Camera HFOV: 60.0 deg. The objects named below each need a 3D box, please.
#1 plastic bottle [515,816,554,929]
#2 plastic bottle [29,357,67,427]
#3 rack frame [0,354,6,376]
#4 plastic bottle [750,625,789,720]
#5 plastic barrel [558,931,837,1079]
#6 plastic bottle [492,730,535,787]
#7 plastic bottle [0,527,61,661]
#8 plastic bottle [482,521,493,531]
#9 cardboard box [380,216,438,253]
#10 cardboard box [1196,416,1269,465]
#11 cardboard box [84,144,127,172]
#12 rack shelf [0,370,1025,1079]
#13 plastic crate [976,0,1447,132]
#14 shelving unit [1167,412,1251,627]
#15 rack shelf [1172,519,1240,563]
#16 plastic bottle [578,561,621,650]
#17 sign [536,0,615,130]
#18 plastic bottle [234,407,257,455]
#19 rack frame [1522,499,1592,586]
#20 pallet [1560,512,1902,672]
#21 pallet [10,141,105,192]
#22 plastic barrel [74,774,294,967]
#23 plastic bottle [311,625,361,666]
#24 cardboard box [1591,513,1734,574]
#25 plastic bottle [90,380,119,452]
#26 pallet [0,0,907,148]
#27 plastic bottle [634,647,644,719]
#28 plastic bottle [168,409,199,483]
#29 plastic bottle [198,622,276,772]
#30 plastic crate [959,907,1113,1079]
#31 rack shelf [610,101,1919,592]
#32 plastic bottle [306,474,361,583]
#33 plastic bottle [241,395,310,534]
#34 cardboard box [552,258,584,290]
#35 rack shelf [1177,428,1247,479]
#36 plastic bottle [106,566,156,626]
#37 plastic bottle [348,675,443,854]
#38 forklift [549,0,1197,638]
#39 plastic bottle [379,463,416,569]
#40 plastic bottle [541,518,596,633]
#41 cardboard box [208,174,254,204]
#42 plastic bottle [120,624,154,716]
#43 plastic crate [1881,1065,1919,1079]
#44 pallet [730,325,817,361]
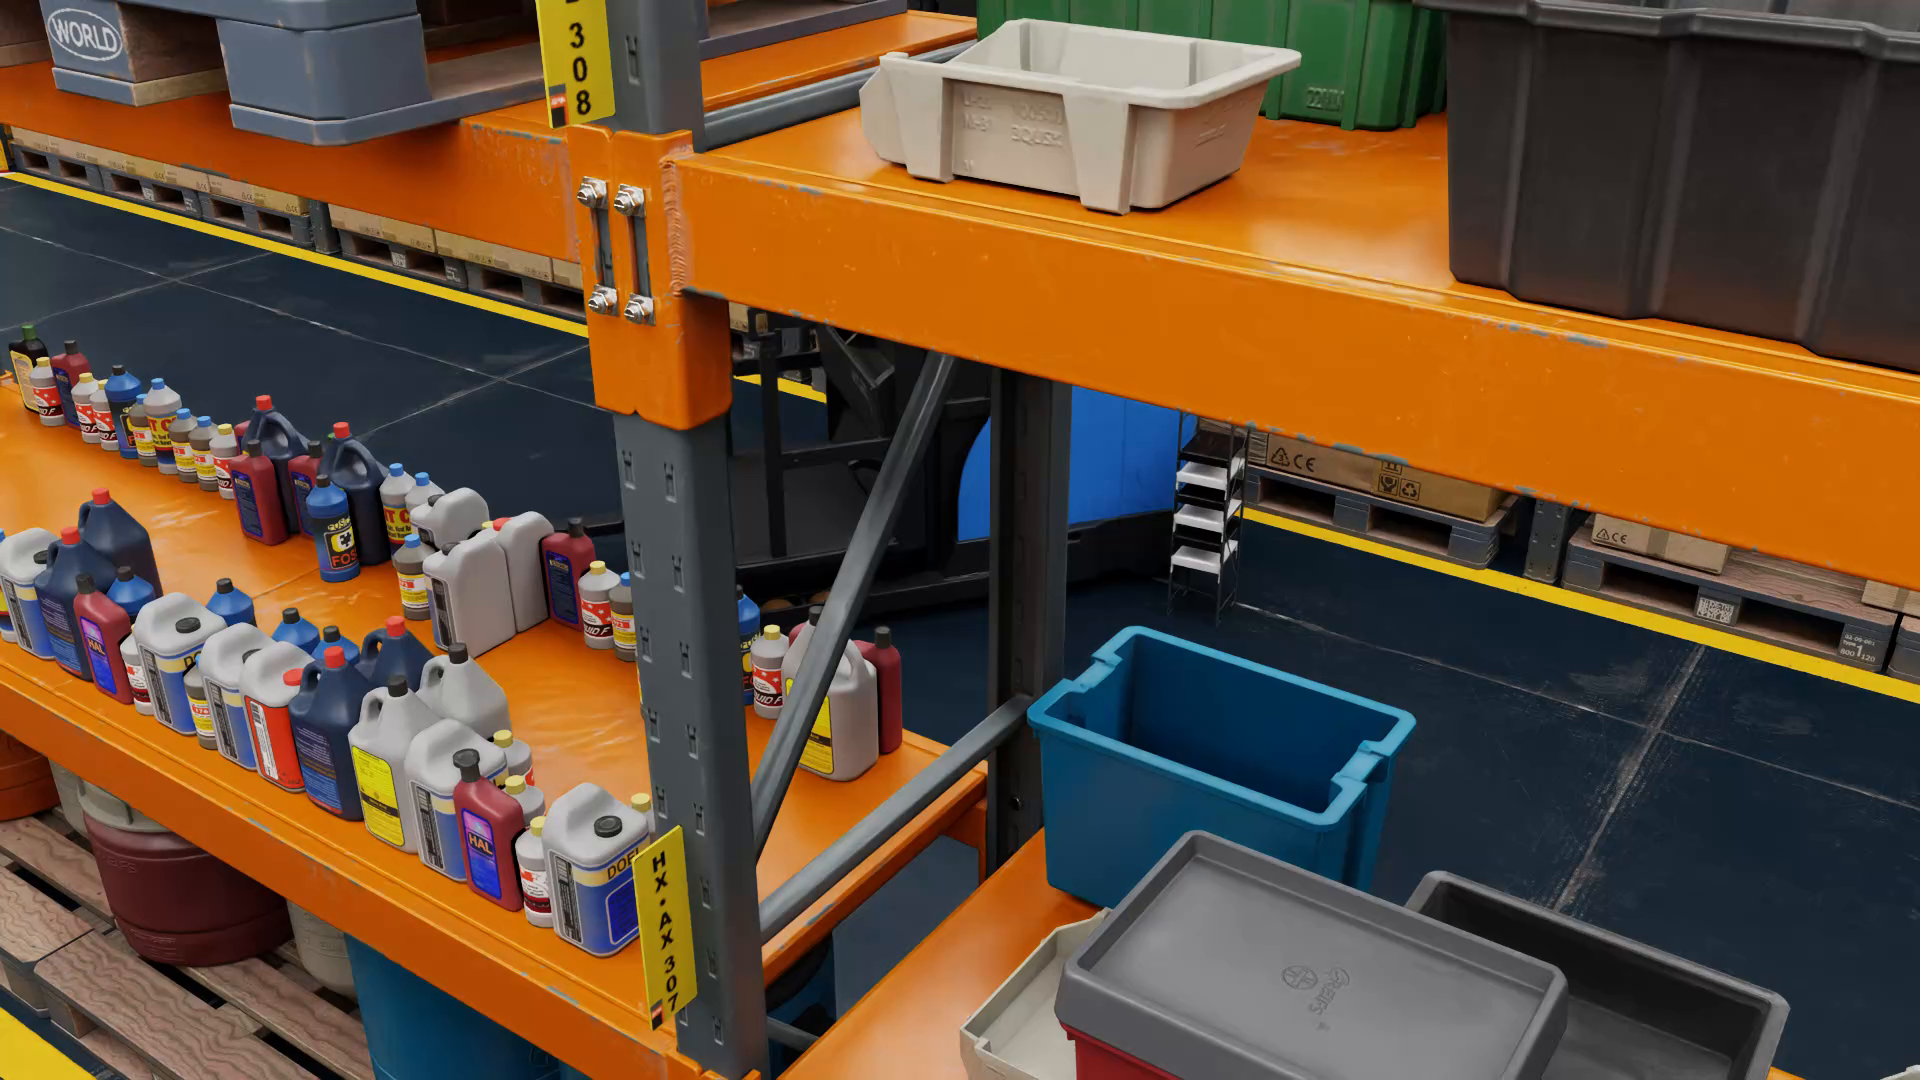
[{"bbox_3d":[-0.746,0.591,3.001,0.097,0.201,0.097,0,27,0],"label":"plastic bottle"},{"bbox_3d":[-2.765,-0.456,5.057,0.097,0.201,0.097,0,27,0],"label":"plastic bottle"},{"bbox_3d":[-3.424,-0.525,4.975,0.127,3.000,1.000,17,32,30],"label":"rack frame"},{"bbox_3d":[-0.403,0.280,3.612,0.097,0.201,0.097,0,27,0],"label":"plastic bottle"},{"bbox_3d":[-0.566,1.104,3.624,0.708,0.901,0.600,17,32,30],"label":"plastic barrel"},{"bbox_3d":[-0.881,0.465,3.248,0.097,0.201,0.097,0,27,0],"label":"plastic bottle"},{"bbox_3d":[-2.108,0.118,3.847,0.135,0.276,0.152,17,32,30],"label":"plastic bottle"},{"bbox_3d":[-1.136,0.052,4.061,0.097,0.201,0.097,0,27,0],"label":"plastic bottle"},{"bbox_3d":[-3.301,-2.037,10.514,0.500,0.250,0.500,18,32,32],"label":"cardboard box"},{"bbox_3d":[1.295,-0.709,7.608,0.500,0.500,0.500,18,32,31],"label":"cardboard box"},{"bbox_3d":[-6.069,-2.916,12.240,0.500,0.250,0.500,17,32,30],"label":"cardboard box"},{"bbox_3d":[-1.776,0.309,4.129,4.000,0.370,1.077,17,32,30],"label":"rack shelf"},{"bbox_3d":[0.393,-0.745,2.332,0.662,0.188,0.450,17,32,30],"label":"plastic crate"},{"bbox_3d":[0.975,-0.125,6.504,0.210,0.900,0.258,13,30,24],"label":"shelving unit"},{"bbox_3d":[0.975,-0.015,6.560,0.200,0.077,0.258,13,30,24],"label":"rack shelf"},{"bbox_3d":[-0.835,0.145,3.876,0.097,0.201,0.097,0,27,0],"label":"plastic bottle"},{"bbox_3d":[-0.440,-0.634,1.871,0.005,0.325,0.100,17,32,30],"label":"sign"},{"bbox_3d":[-1.907,-0.235,4.534,0.133,0.283,0.061,17,32,30],"label":"plastic bottle"},{"bbox_3d":[2.680,-1.349,6.593,0.127,3.000,1.000,17,32,30],"label":"rack frame"},{"bbox_3d":[3.246,0.071,6.879,1.213,0.211,1.003,17,32,30],"label":"pallet"},{"bbox_3d":[-6.557,-3.007,12.926,1.213,0.211,1.003,17,32,30],"label":"pallet"},{"bbox_3d":[-2.081,0.772,4.622,0.708,0.588,0.600,17,32,30],"label":"plastic barrel"},{"bbox_3d":[-1.297,0.304,3.487,0.097,0.271,0.097,0,27,0],"label":"plastic bottle"},{"bbox_3d":[2.904,-0.158,6.733,0.500,0.311,0.500,17,32,30],"label":"cardboard box"},{"bbox_3d":[-2.494,-0.371,4.892,0.097,0.201,0.097,0,27,0],"label":"plastic bottle"},{"bbox_3d":[-0.829,-0.915,2.643,1.003,0.211,1.213,17,32,30],"label":"pallet"},{"bbox_3d":[-0.650,0.287,3.598,0.097,0.201,0.097,0,27,0],"label":"plastic bottle"},{"bbox_3d":[-2.173,-0.271,4.695,0.097,0.201,0.097,0,27,0],"label":"plastic bottle"},{"bbox_3d":[-1.463,0.319,3.452,0.135,0.276,0.152,17,32,30],"label":"plastic bottle"},{"bbox_3d":[0.175,0.766,2.663,0.243,0.136,0.396,17,32,30],"label":"plastic crate"},{"bbox_3d":[1.521,-0.001,1.430,4.000,0.370,1.077,17,32,30],"label":"rack shelf"},{"bbox_3d":[-1.570,-0.035,4.154,0.097,0.271,0.097,0,27,0],"label":"plastic bottle"},{"bbox_3d":[-1.800,-0.209,4.407,0.185,0.351,0.144,17,32,30],"label":"plastic bottle"},{"bbox_3d":[-2.028,-1.643,9.740,0.500,0.250,0.500,18,32,31],"label":"cardboard box"},{"bbox_3d":[0.975,-0.336,6.397,0.200,0.077,0.258,13,30,24],"label":"rack shelf"},{"bbox_3d":[-1.841,0.185,3.721,0.097,0.271,0.097,0,27,0],"label":"plastic bottle"},{"bbox_3d":[-1.070,0.410,3.191,0.185,0.351,0.144,17,32,30],"label":"plastic bottle"},{"bbox_3d":[-0.600,-1.177,6.330,3.031,2.935,1.130,-9,28,-17],"label":"forklift"},{"bbox_3d":[-1.408,-0.064,4.211,0.097,0.271,0.097,0,27,0],"label":"plastic bottle"},{"bbox_3d":[-0.920,0.072,3.929,0.133,0.283,0.061,17,32,30],"label":"plastic bottle"},{"bbox_3d":[-4.827,-2.534,11.491,0.500,0.250,0.500,17,32,30],"label":"cardboard box"},{"bbox_3d":[-1.765,0.273,3.625,0.097,0.201,0.097,0,27,0],"label":"plastic bottle"},{"bbox_3d":[1.478,0.928,2.345,0.466,0.136,0.293,17,32,30],"label":"plastic crate"},{"bbox_3d":[-1.273,-1.359,9.688,1.213,0.211,1.003,17,32,30],"label":"pallet"}]
